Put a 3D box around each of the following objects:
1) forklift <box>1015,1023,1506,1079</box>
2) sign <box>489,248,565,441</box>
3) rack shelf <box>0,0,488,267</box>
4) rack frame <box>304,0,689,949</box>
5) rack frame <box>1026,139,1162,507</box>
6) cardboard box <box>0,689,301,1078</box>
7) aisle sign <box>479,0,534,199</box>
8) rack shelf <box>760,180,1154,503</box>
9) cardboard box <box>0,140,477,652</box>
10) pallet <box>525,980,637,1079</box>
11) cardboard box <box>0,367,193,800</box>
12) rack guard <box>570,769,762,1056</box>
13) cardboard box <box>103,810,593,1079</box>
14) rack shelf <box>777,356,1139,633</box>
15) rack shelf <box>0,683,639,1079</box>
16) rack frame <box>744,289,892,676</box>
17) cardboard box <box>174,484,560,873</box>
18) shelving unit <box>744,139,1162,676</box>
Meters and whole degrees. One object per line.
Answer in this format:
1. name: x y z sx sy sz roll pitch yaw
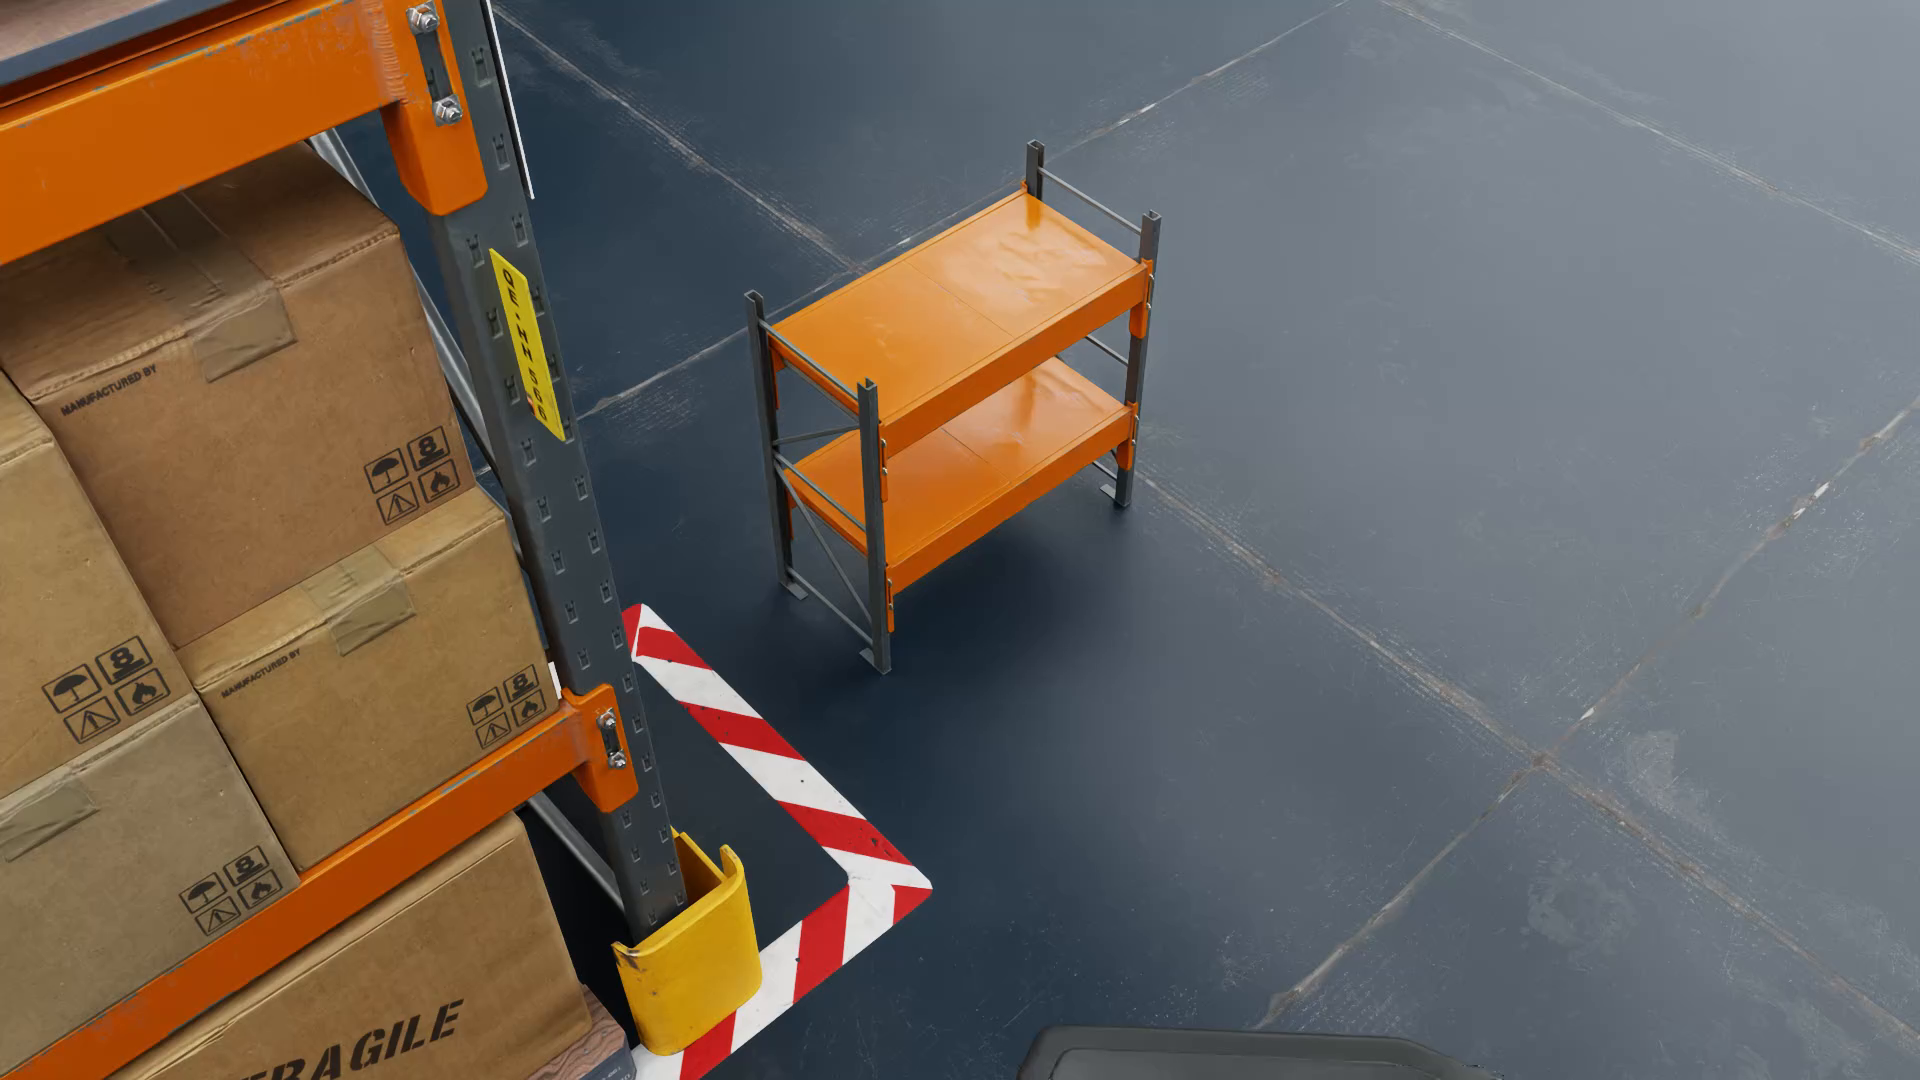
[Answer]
1. forklift: 0.159 1.859 1.541 1.130 2.935 3.031 19 50 17
2. sign: -0.658 -0.292 2.530 0.005 0.325 0.100 -34 56 -27
3. rack shelf: -2.492 0.095 1.570 4.000 0.370 1.077 -34 56 -27
4. rack frame: -1.013 -0.121 3.321 0.127 3.000 1.000 -34 56 -27
5. rack frame: 0.371 -0.629 5.065 0.032 1.125 0.500 -34 56 -27
6. cardboard box: -1.649 0.320 2.812 0.550 0.550 0.875 -34 56 -27
7. aisle sign: -0.758 -0.875 2.247 0.004 0.787 0.394 -34 56 -27
8. rack shelf: -0.005 -0.577 4.618 1.000 0.278 0.538 -34 56 -27
9. cardboard box: -1.313 -0.376 2.719 0.550 0.550 0.875 -34 56 -27
10. pallet: -1.552 1.262 3.942 1.213 0.211 1.003 -34 56 -27
11. cardboard box: -1.658 -0.054 2.422 0.550 0.550 0.875 -34 56 -27
12. rack guard: -0.995 0.715 4.250 0.348 0.500 1.175 -34 56 -27
13. cardboard box: -1.470 0.828 3.605 0.875 0.875 0.875 -33 56 -27
14. rack shelf: -0.005 -0.212 5.013 1.000 0.278 0.538 -34 56 -27
15. rack shelf: -2.492 1.112 2.673 4.000 0.370 1.077 -34 56 -27
16. rack frame: -0.381 -0.127 4.602 0.032 1.125 0.500 -34 56 -27
17. cardboard box: -1.257 0.036 3.074 0.550 0.550 0.875 -34 56 -27
18. shelving unit: -0.005 -0.378 4.834 1.048 1.125 0.538 -34 56 -27
